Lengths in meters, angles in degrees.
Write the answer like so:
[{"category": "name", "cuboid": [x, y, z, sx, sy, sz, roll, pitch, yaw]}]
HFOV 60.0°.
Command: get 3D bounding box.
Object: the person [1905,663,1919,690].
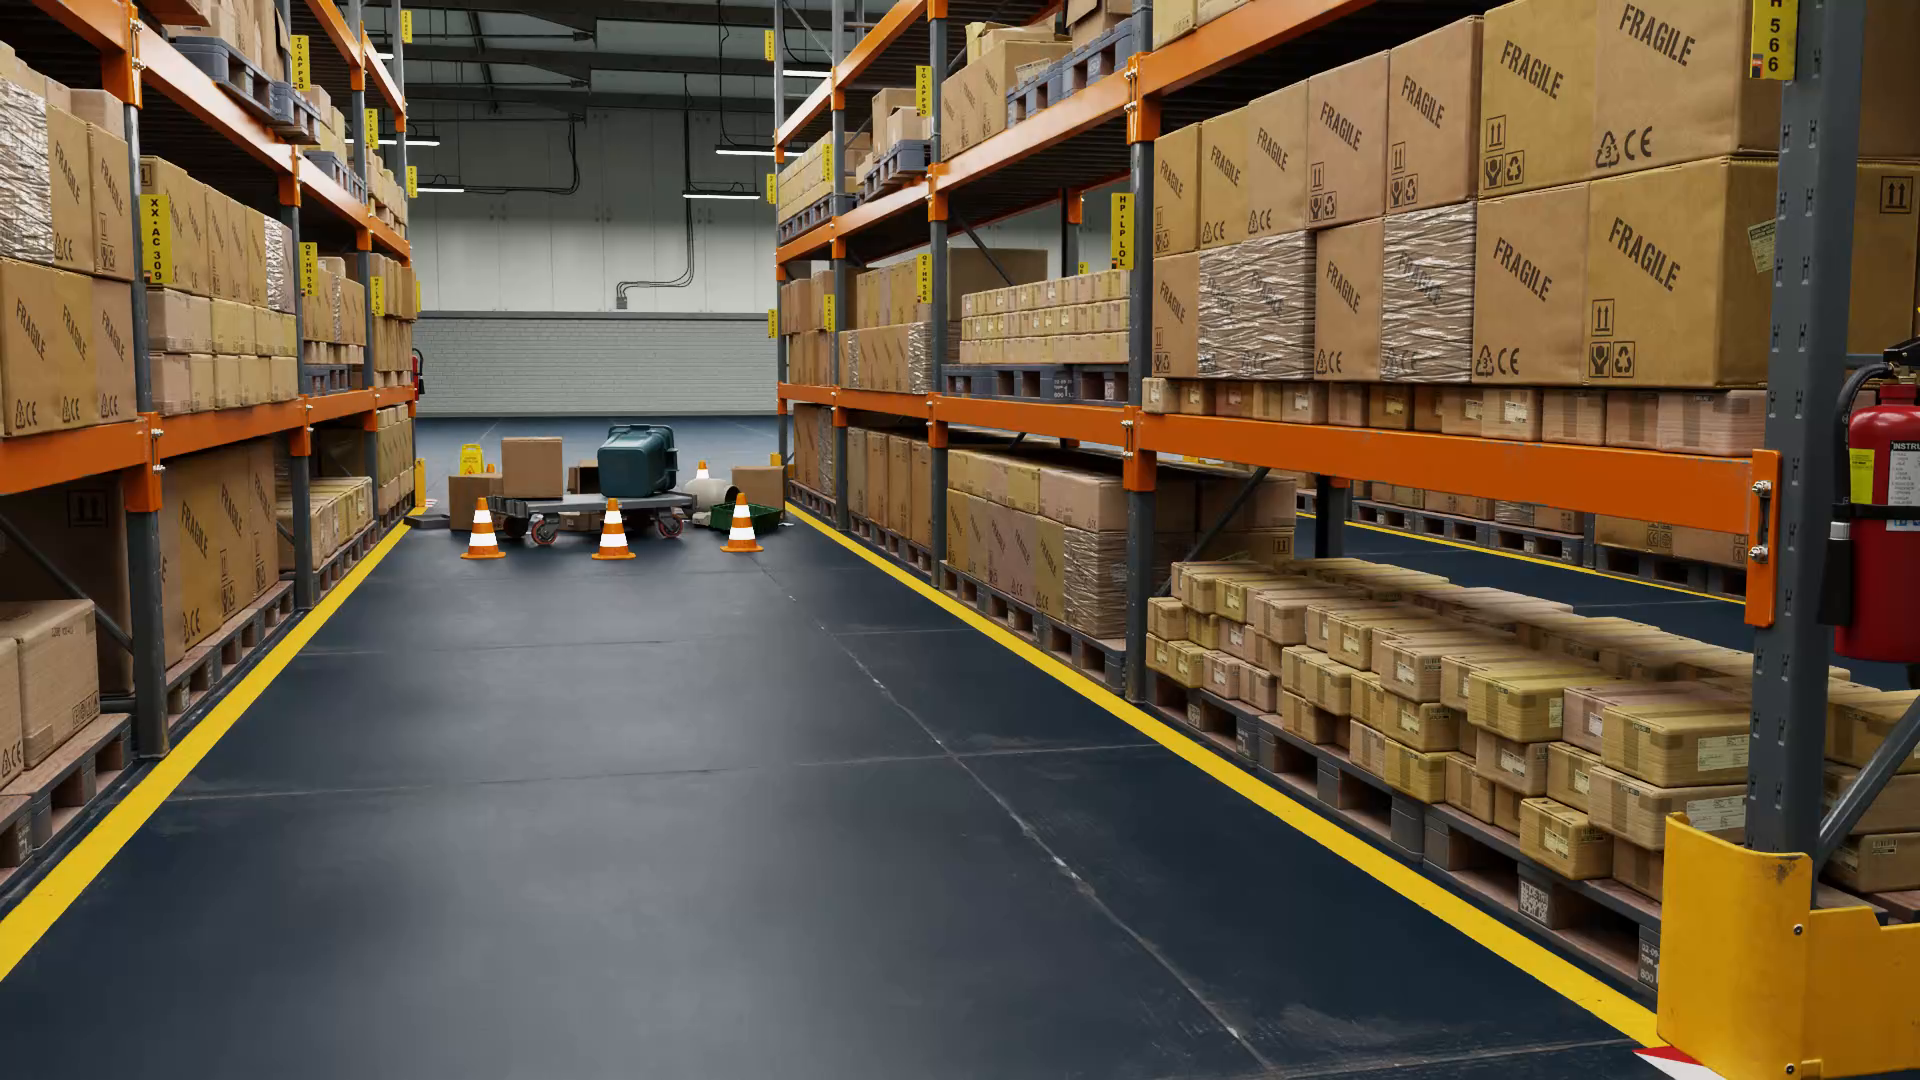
[{"category": "person", "cuboid": [3.392, 0.099, 5.749, 0.610, 1.605, 0.479, -1, 6, -12]}]
